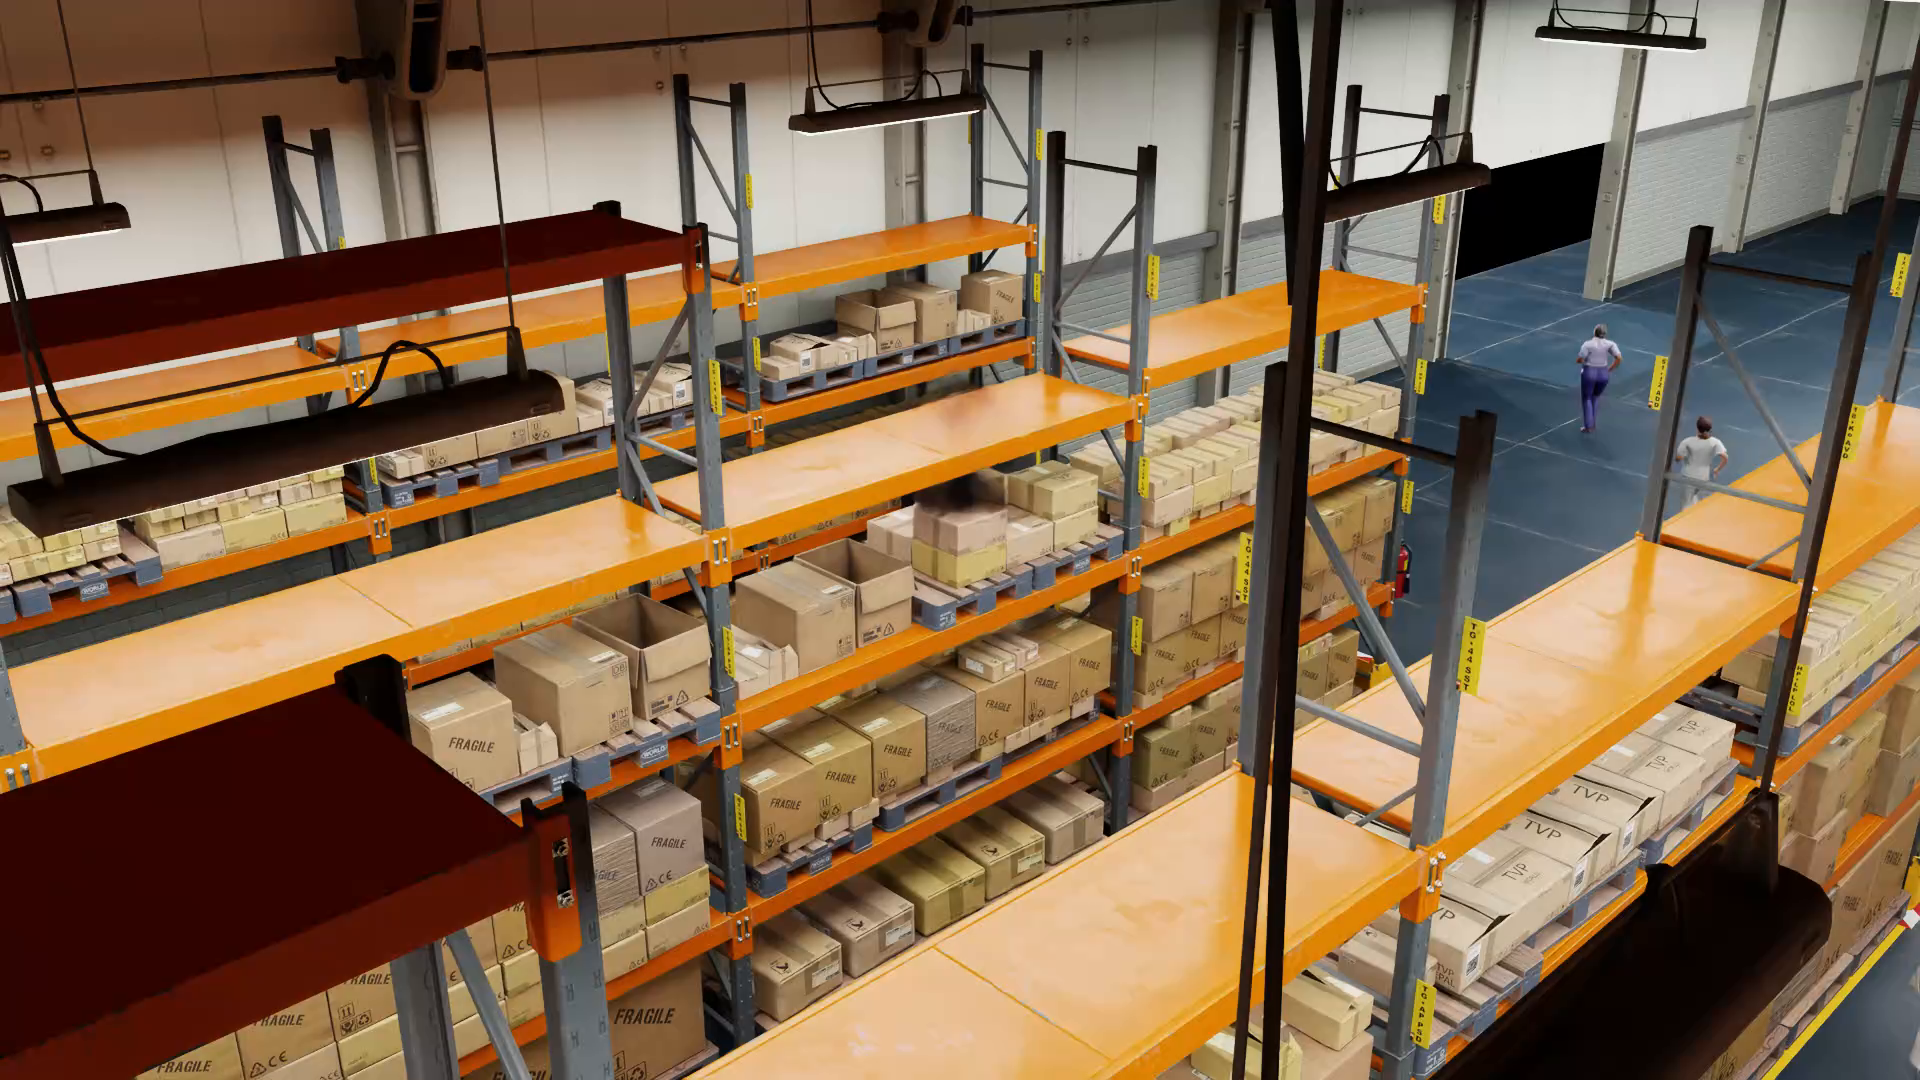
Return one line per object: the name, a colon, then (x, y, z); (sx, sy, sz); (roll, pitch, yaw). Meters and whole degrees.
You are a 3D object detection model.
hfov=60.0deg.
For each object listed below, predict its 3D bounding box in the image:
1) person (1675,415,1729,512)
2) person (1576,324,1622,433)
person: (9.068, -0.776, 20.538); (0.546, 1.639, 0.643); (0, 22, -1)
person: (9.306, -2.335, 24.414); (0.592, 1.716, 0.671); (1, 22, 1)
